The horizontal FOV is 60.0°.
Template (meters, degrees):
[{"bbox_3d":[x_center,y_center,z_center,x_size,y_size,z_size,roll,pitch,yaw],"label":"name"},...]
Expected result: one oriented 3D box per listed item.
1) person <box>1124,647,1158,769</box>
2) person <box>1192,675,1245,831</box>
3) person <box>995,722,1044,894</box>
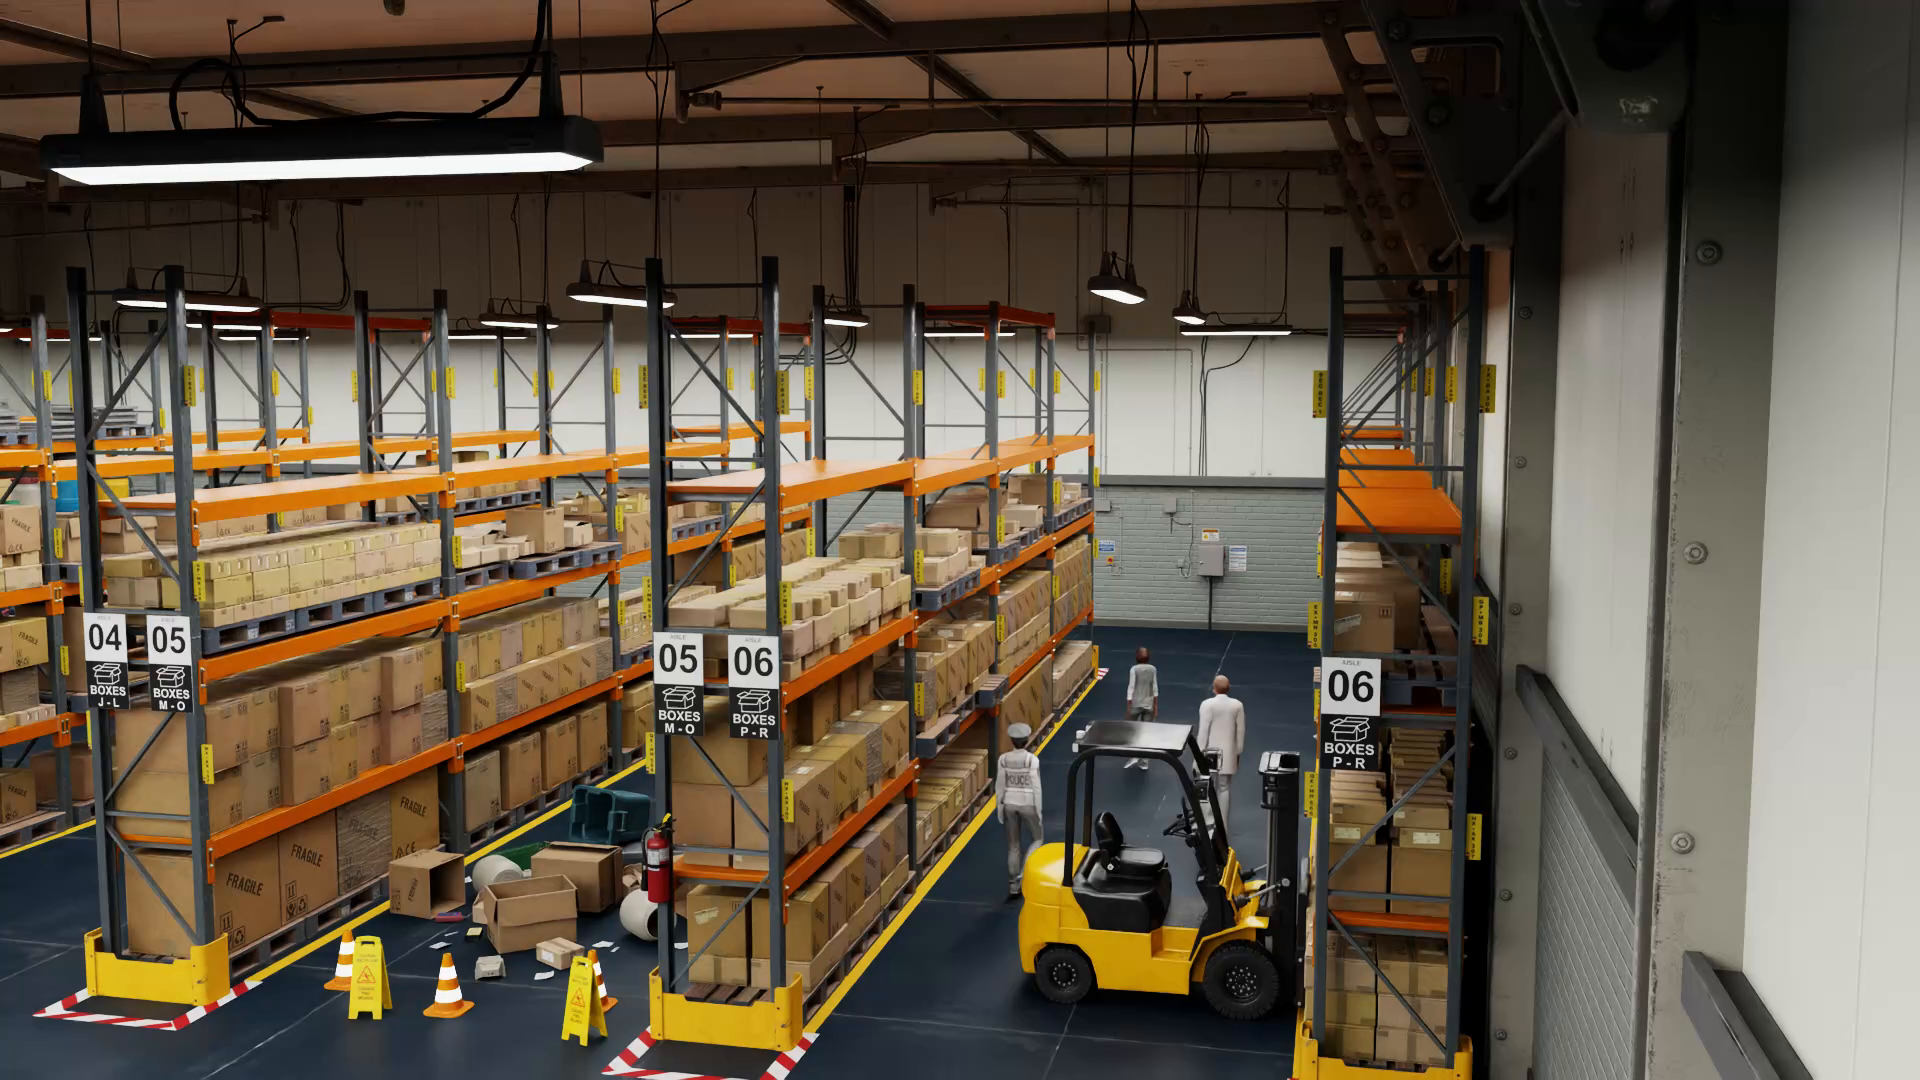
[{"bbox_3d":[2.365,2.213,21.638,0.443,1.589,0.362,-1,6,-14],"label":"person"},{"bbox_3d":[2.909,2.422,18.578,0.584,1.814,0.595,0,6,-1],"label":"person"},{"bbox_3d":[0.582,2.662,16.467,0.521,1.679,0.448,2,6,21],"label":"person"}]
